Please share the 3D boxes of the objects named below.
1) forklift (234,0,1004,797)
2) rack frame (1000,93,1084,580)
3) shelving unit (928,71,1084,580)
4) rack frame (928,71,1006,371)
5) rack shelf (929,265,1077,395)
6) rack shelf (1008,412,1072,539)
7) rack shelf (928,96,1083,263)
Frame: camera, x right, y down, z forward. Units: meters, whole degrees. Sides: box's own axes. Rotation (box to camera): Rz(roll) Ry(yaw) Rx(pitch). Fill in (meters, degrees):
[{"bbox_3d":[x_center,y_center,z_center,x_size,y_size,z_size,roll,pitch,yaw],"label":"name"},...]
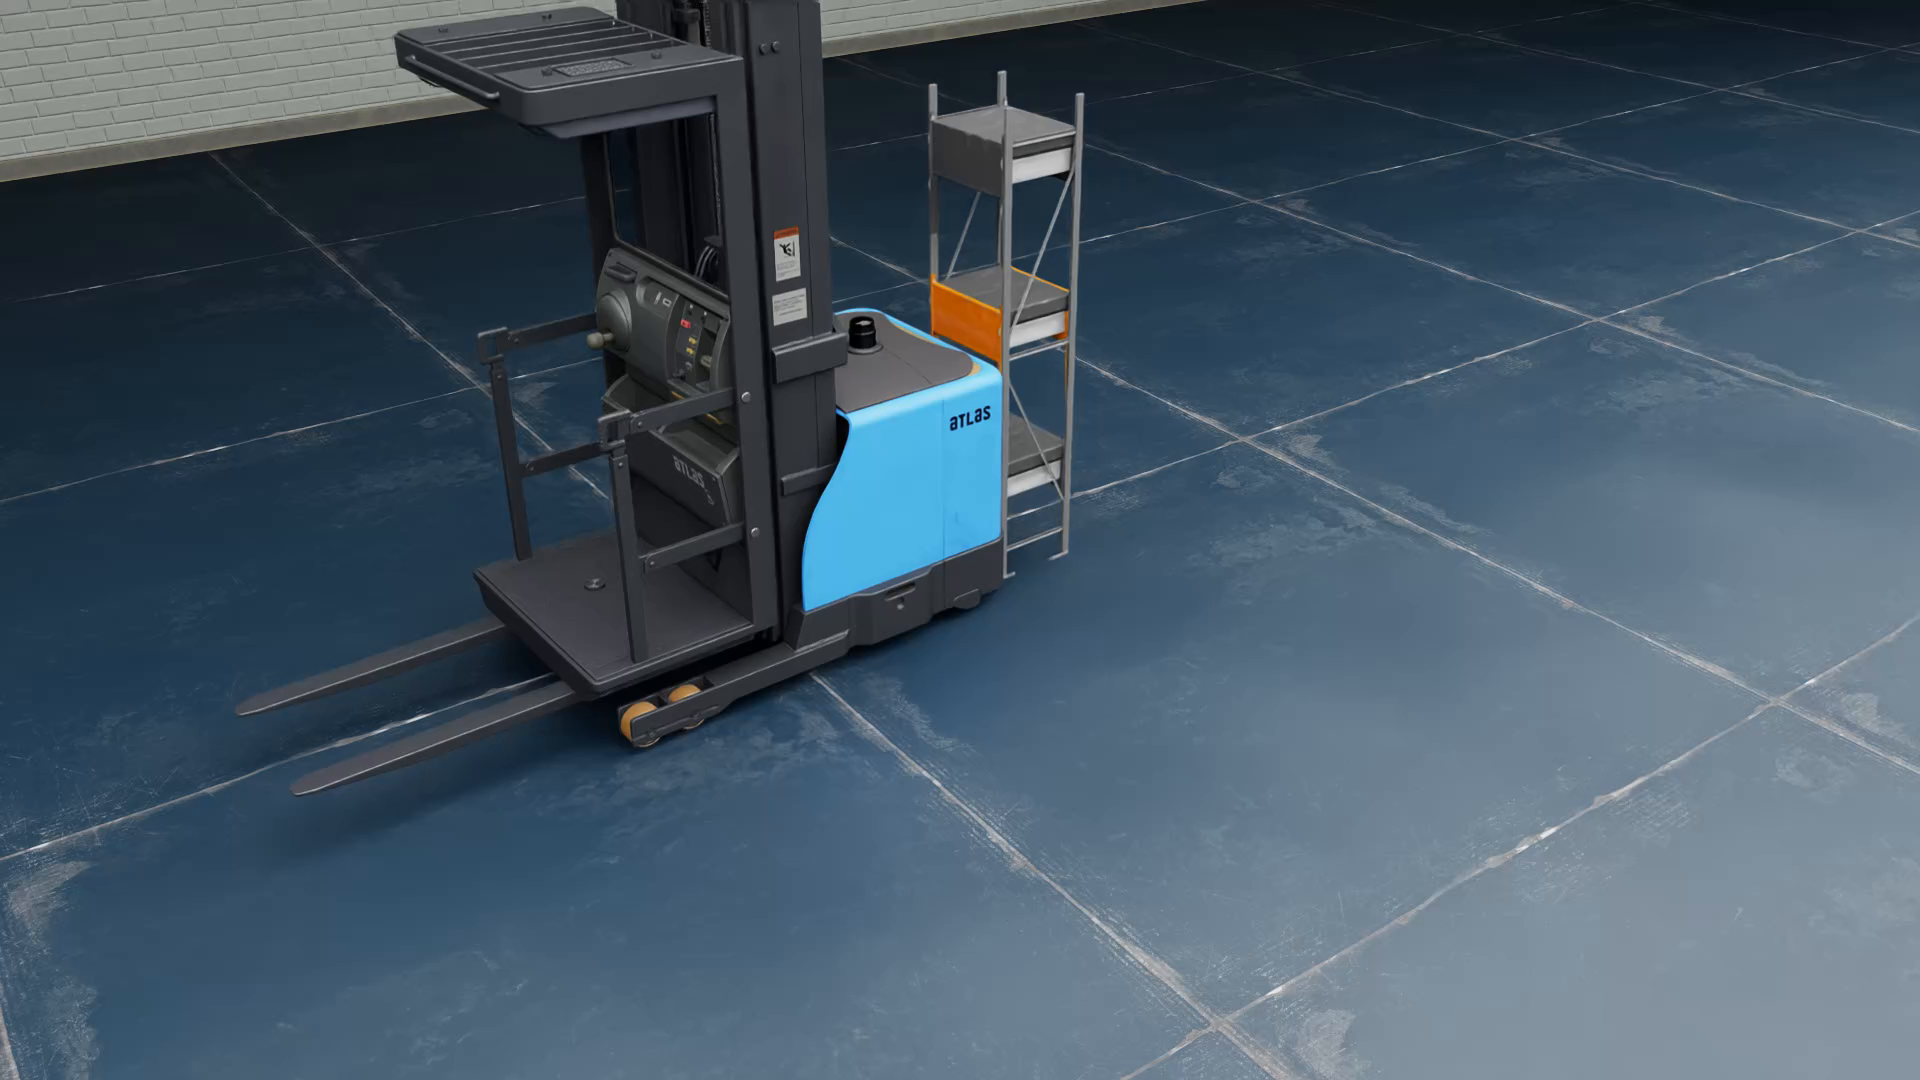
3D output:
[{"bbox_3d":[-1.284,-0.789,6.132,3.031,2.935,1.130,-20,35,-33],"label":"forklift"},{"bbox_3d":[0.333,-0.801,7.026,0.400,2.100,0.015,-20,35,-33],"label":"rack frame"},{"bbox_3d":[0.182,-0.893,7.194,0.431,2.100,0.503,-20,35,-33],"label":"shelving unit"},{"bbox_3d":[0.032,-0.985,7.363,0.400,2.100,0.015,-20,35,-33],"label":"rack frame"},{"bbox_3d":[0.182,-0.881,7.201,0.431,0.518,0.480,-20,35,-33],"label":"rack shelf"},{"bbox_3d":[0.182,-0.266,7.535,0.431,0.518,0.480,-20,35,-33],"label":"rack shelf"},{"bbox_3d":[0.182,-1.496,6.867,0.431,0.518,0.480,-20,35,-33],"label":"rack shelf"}]
